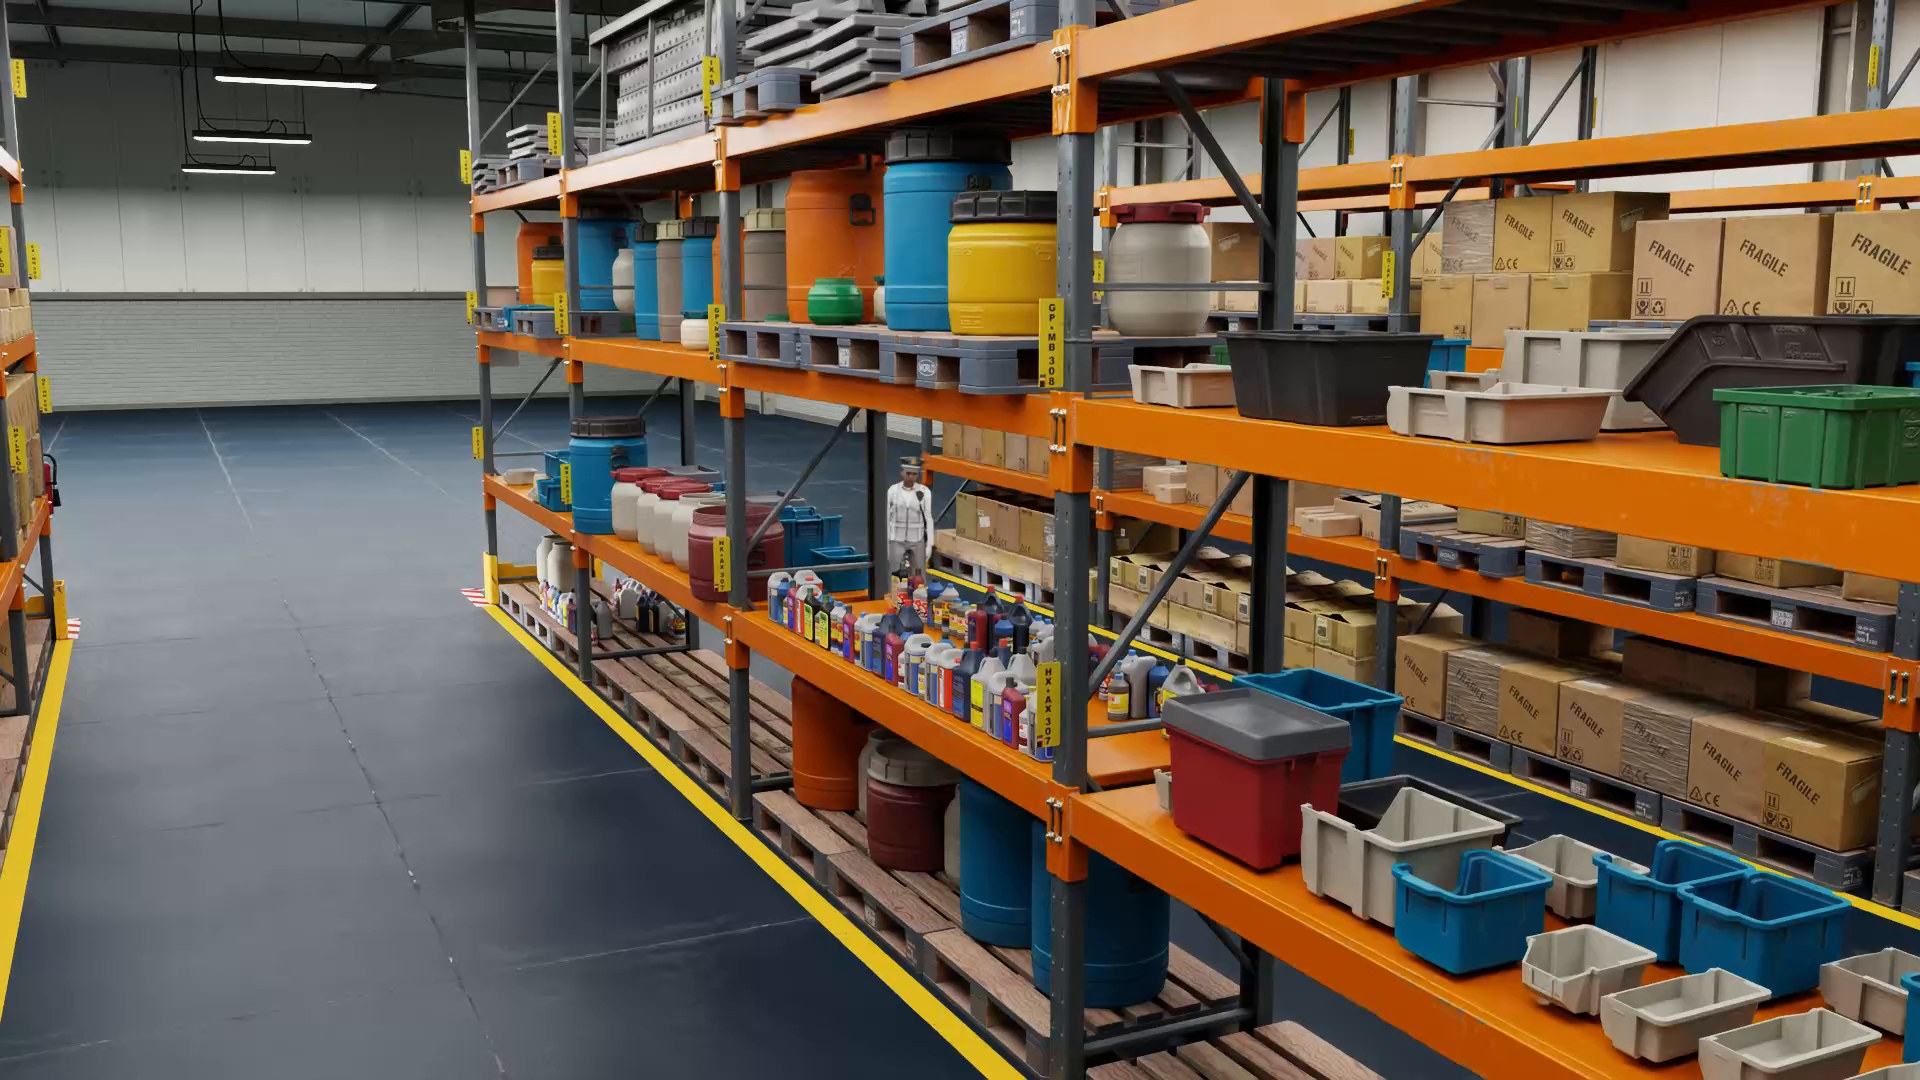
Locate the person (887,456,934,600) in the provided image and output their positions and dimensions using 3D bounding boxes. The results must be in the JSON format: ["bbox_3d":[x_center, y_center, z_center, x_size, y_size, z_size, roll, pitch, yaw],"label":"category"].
[{"bbox_3d":[-0.492,0.054,15.411,0.503,1.656,0.504,0,9,0],"label":"person"}]
